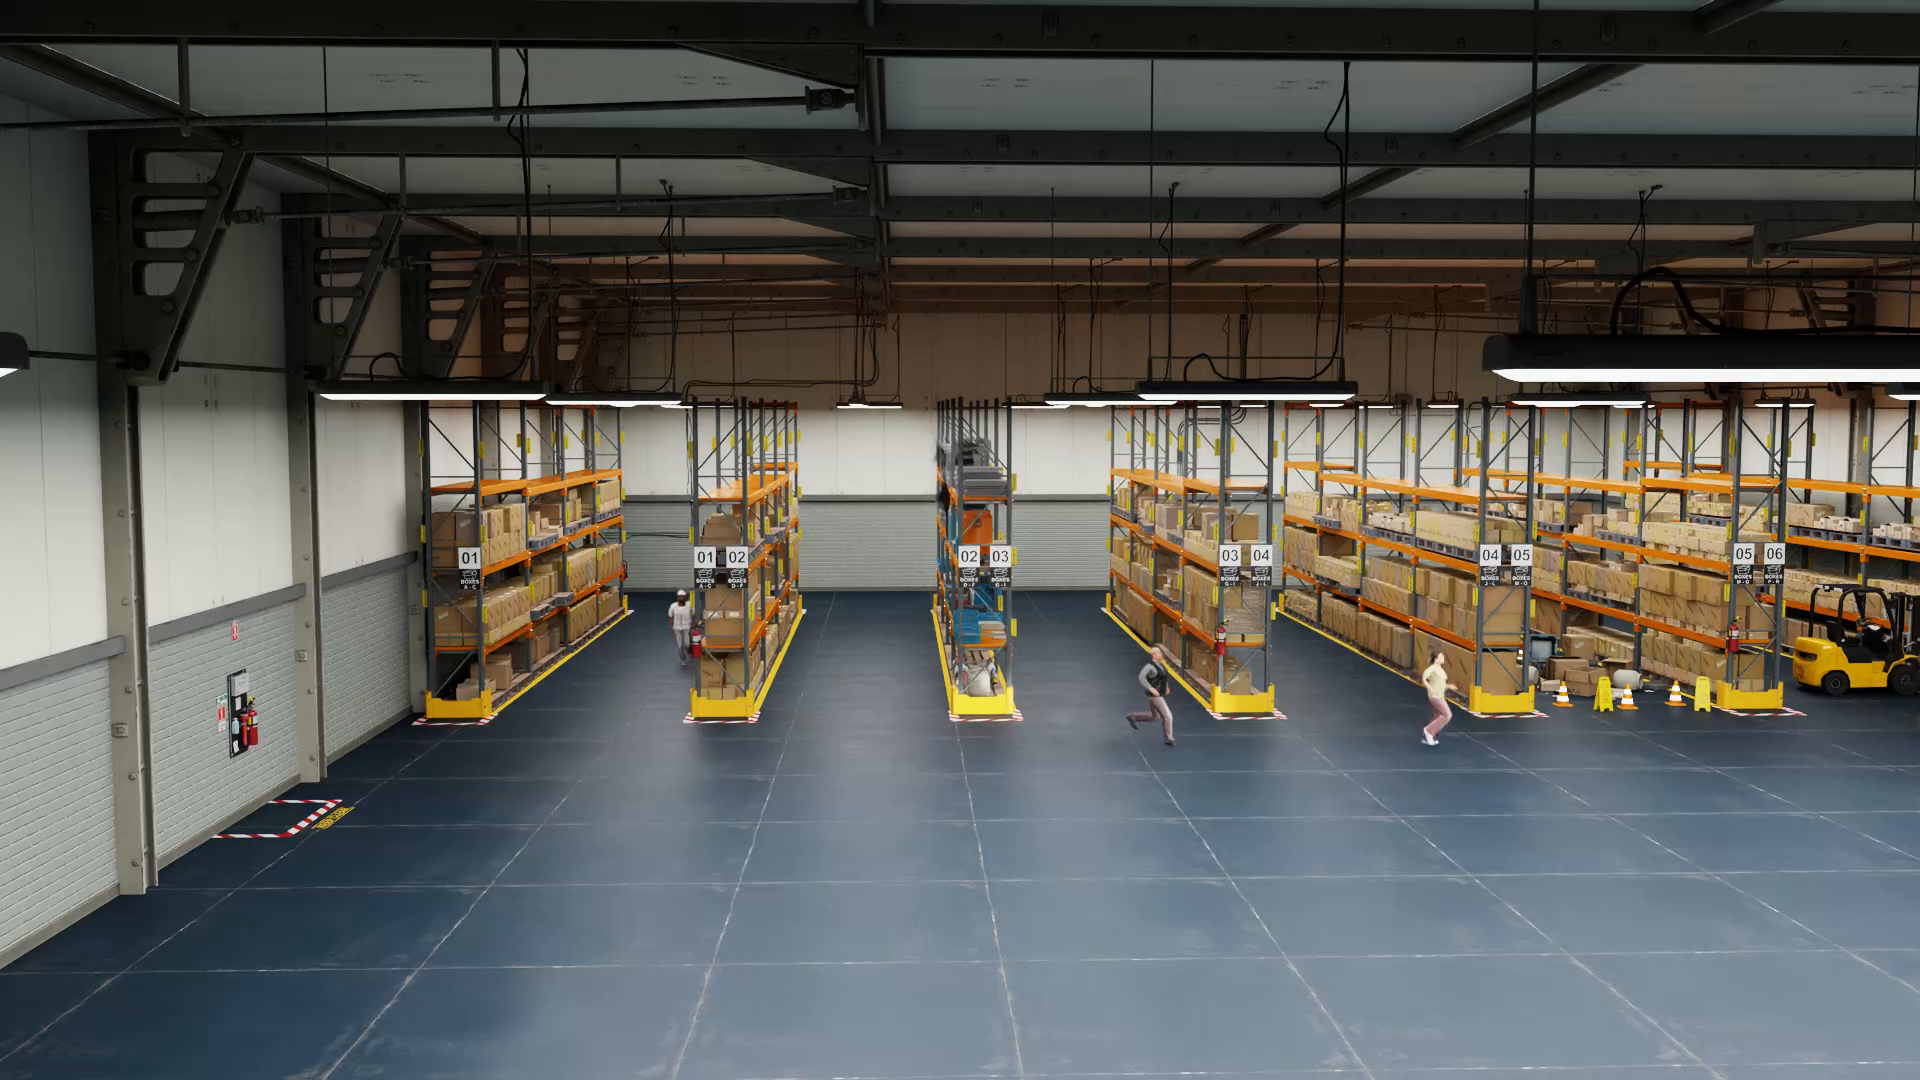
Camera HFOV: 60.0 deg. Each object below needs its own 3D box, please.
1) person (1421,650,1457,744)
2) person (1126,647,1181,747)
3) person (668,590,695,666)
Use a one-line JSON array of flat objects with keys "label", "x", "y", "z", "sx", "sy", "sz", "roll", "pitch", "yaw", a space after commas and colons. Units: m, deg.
[{"label": "person", "x": 8.188, "y": 2.696, "z": 28.465, "sx": 0.567, "sy": 1.627, "sz": 0.553, "roll": 3, "pitch": 5, "yaw": 31}, {"label": "person", "x": 3.326, "y": 2.696, "z": 28.613, "sx": 1.000, "sy": 1.717, "sz": 0.636, "roll": 2, "pitch": 5, "yaw": 21}, {"label": "person", "x": -6.207, "y": 1.983, "z": 37.202, "sx": 0.674, "sy": 1.721, "sz": 0.569, "roll": 0, "pitch": 4, "yaw": 1}]
